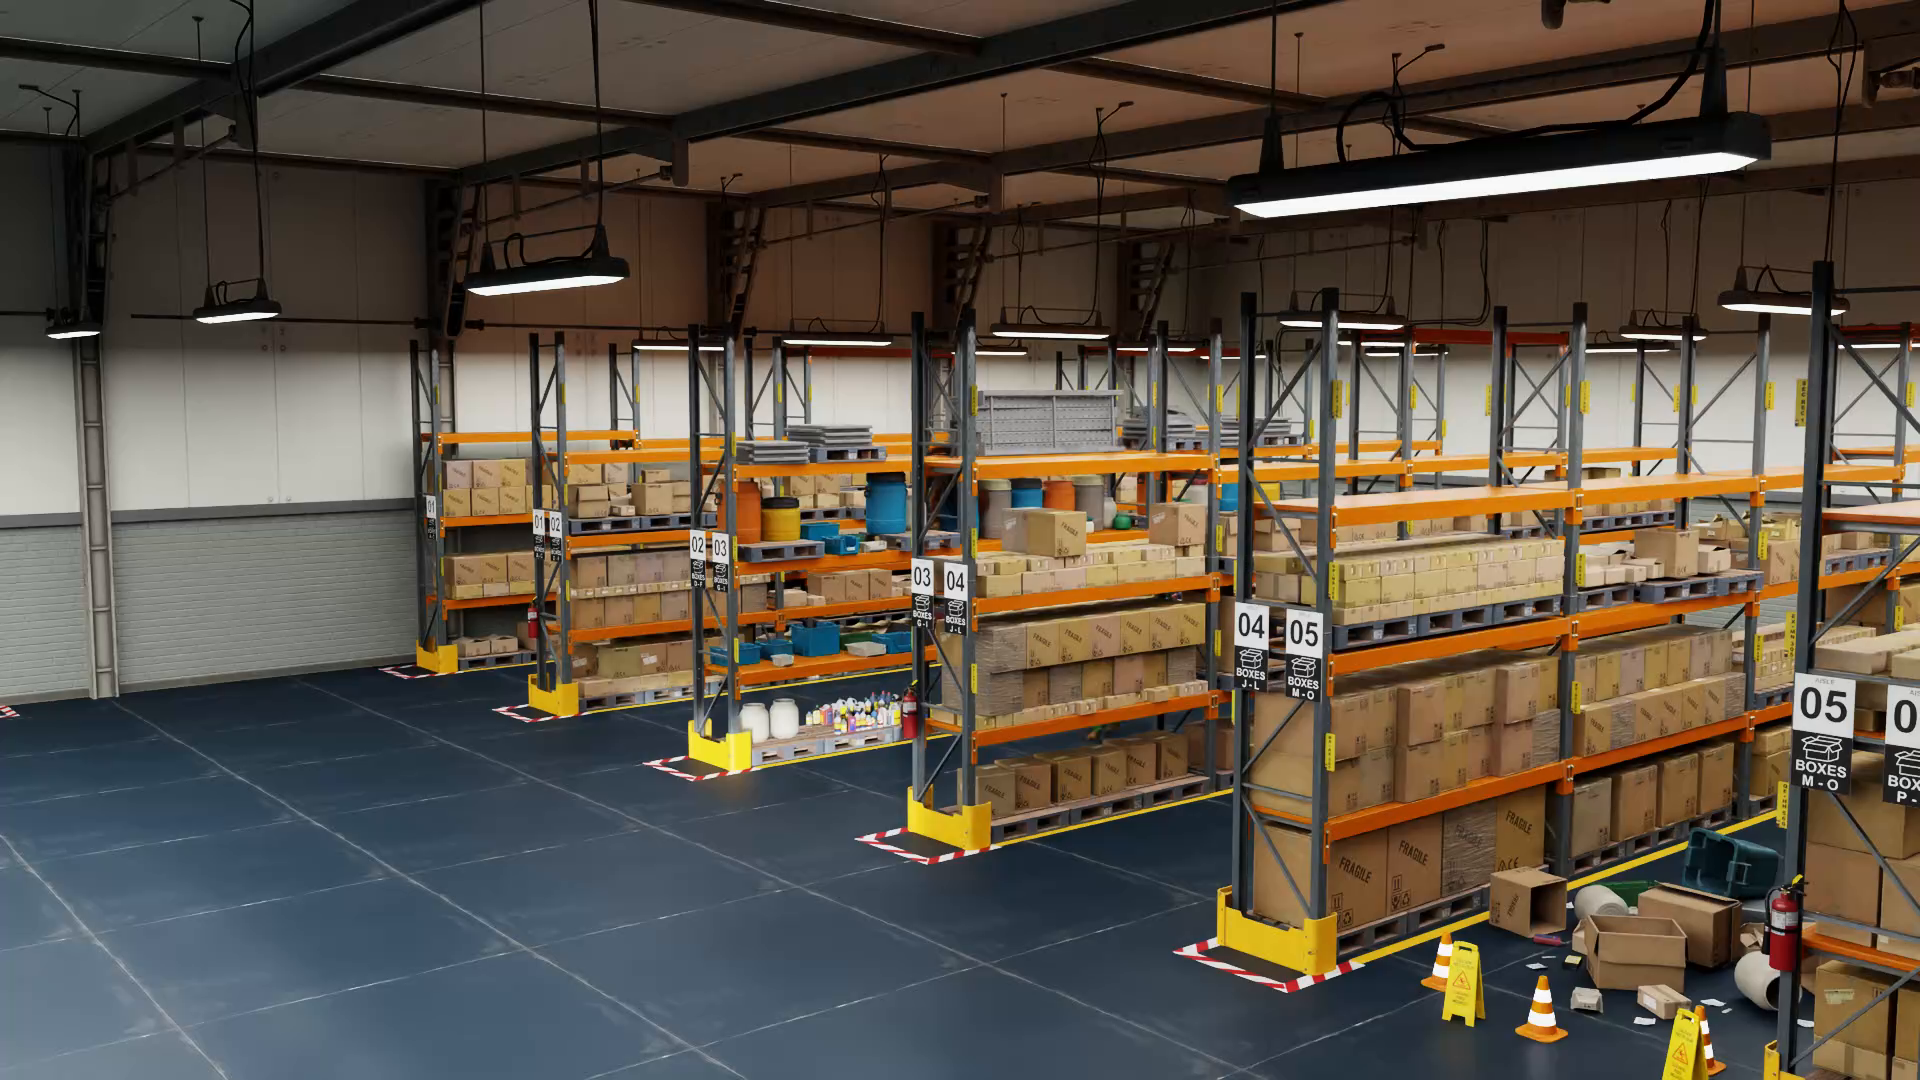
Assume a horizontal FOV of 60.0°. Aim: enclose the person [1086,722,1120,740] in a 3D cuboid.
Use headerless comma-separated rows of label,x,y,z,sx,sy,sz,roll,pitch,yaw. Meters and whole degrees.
person,2.061,2.001,24.348,0.668,1.717,1.006,5,7,43
